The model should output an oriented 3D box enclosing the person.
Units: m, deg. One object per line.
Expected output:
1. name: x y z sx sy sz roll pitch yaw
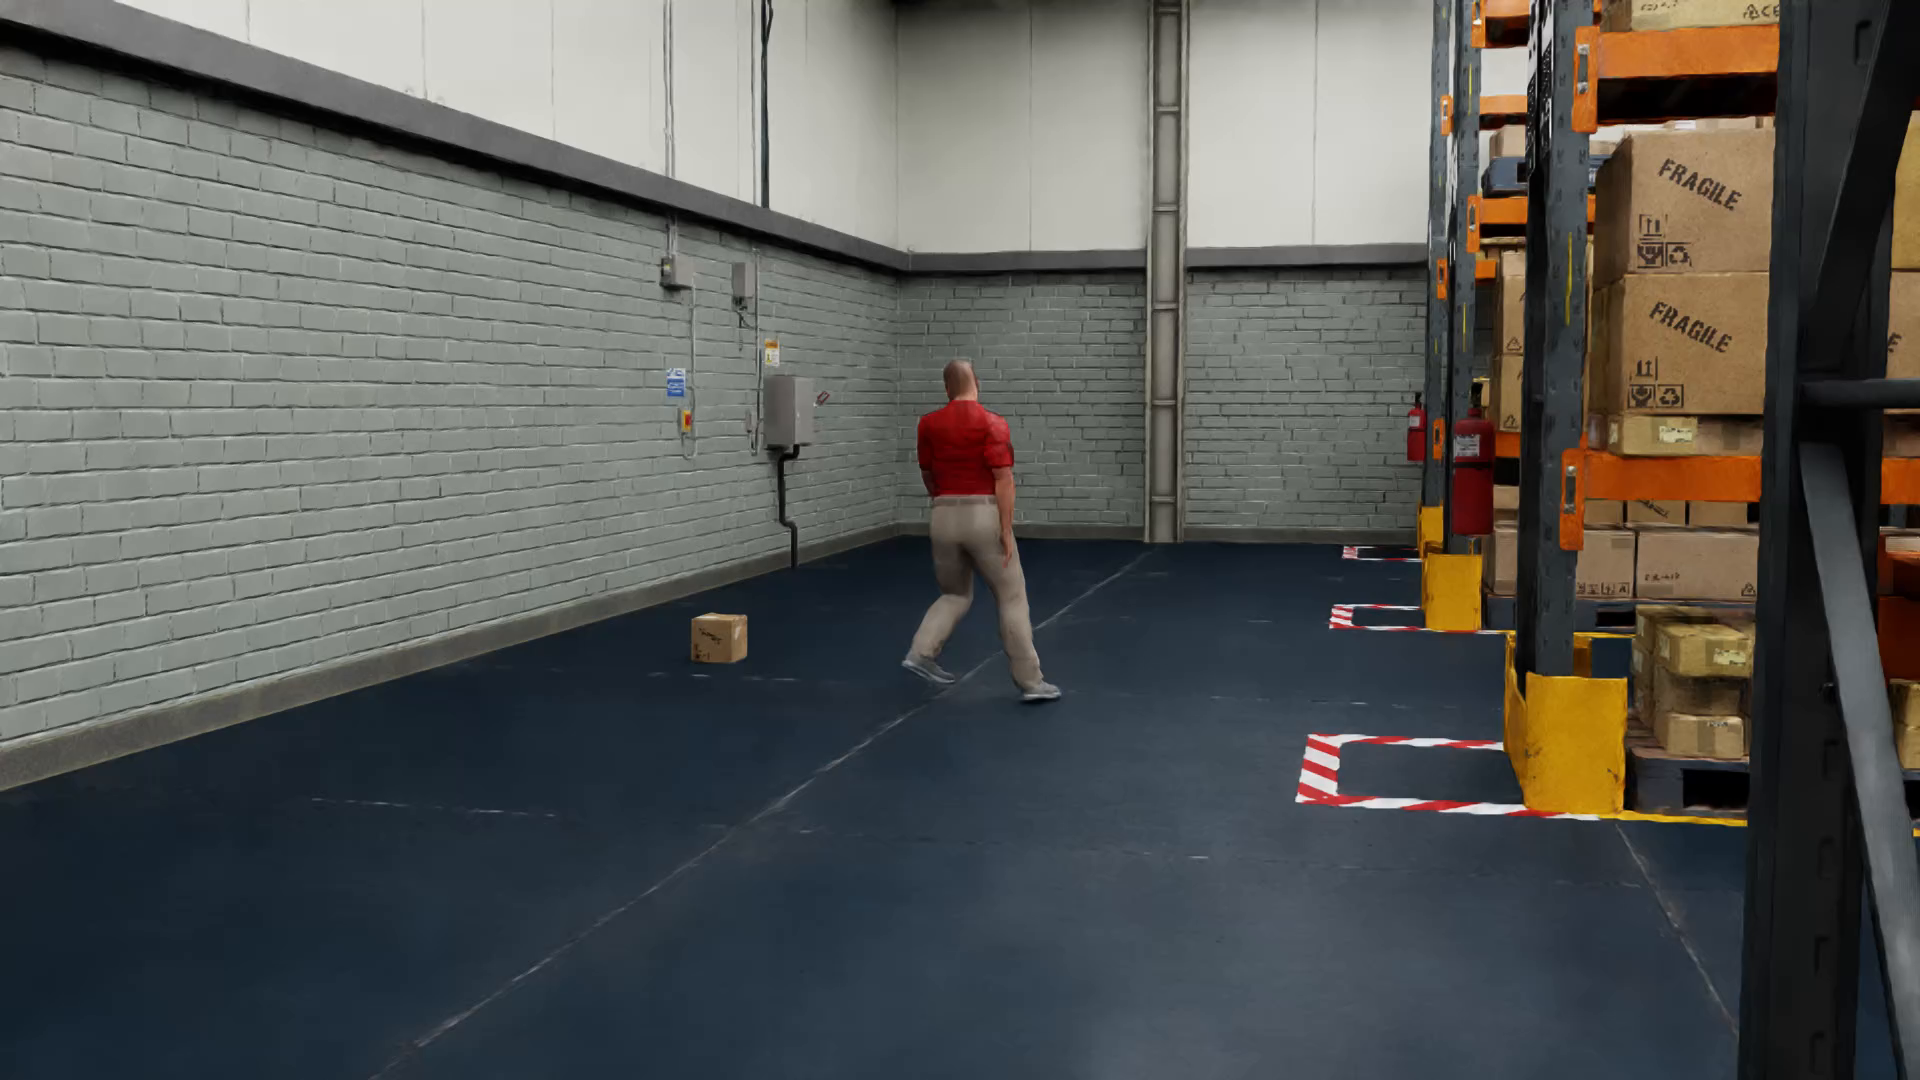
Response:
1. person: 0.134 -0.051 8.325 0.698 1.711 0.514 2 5 19
